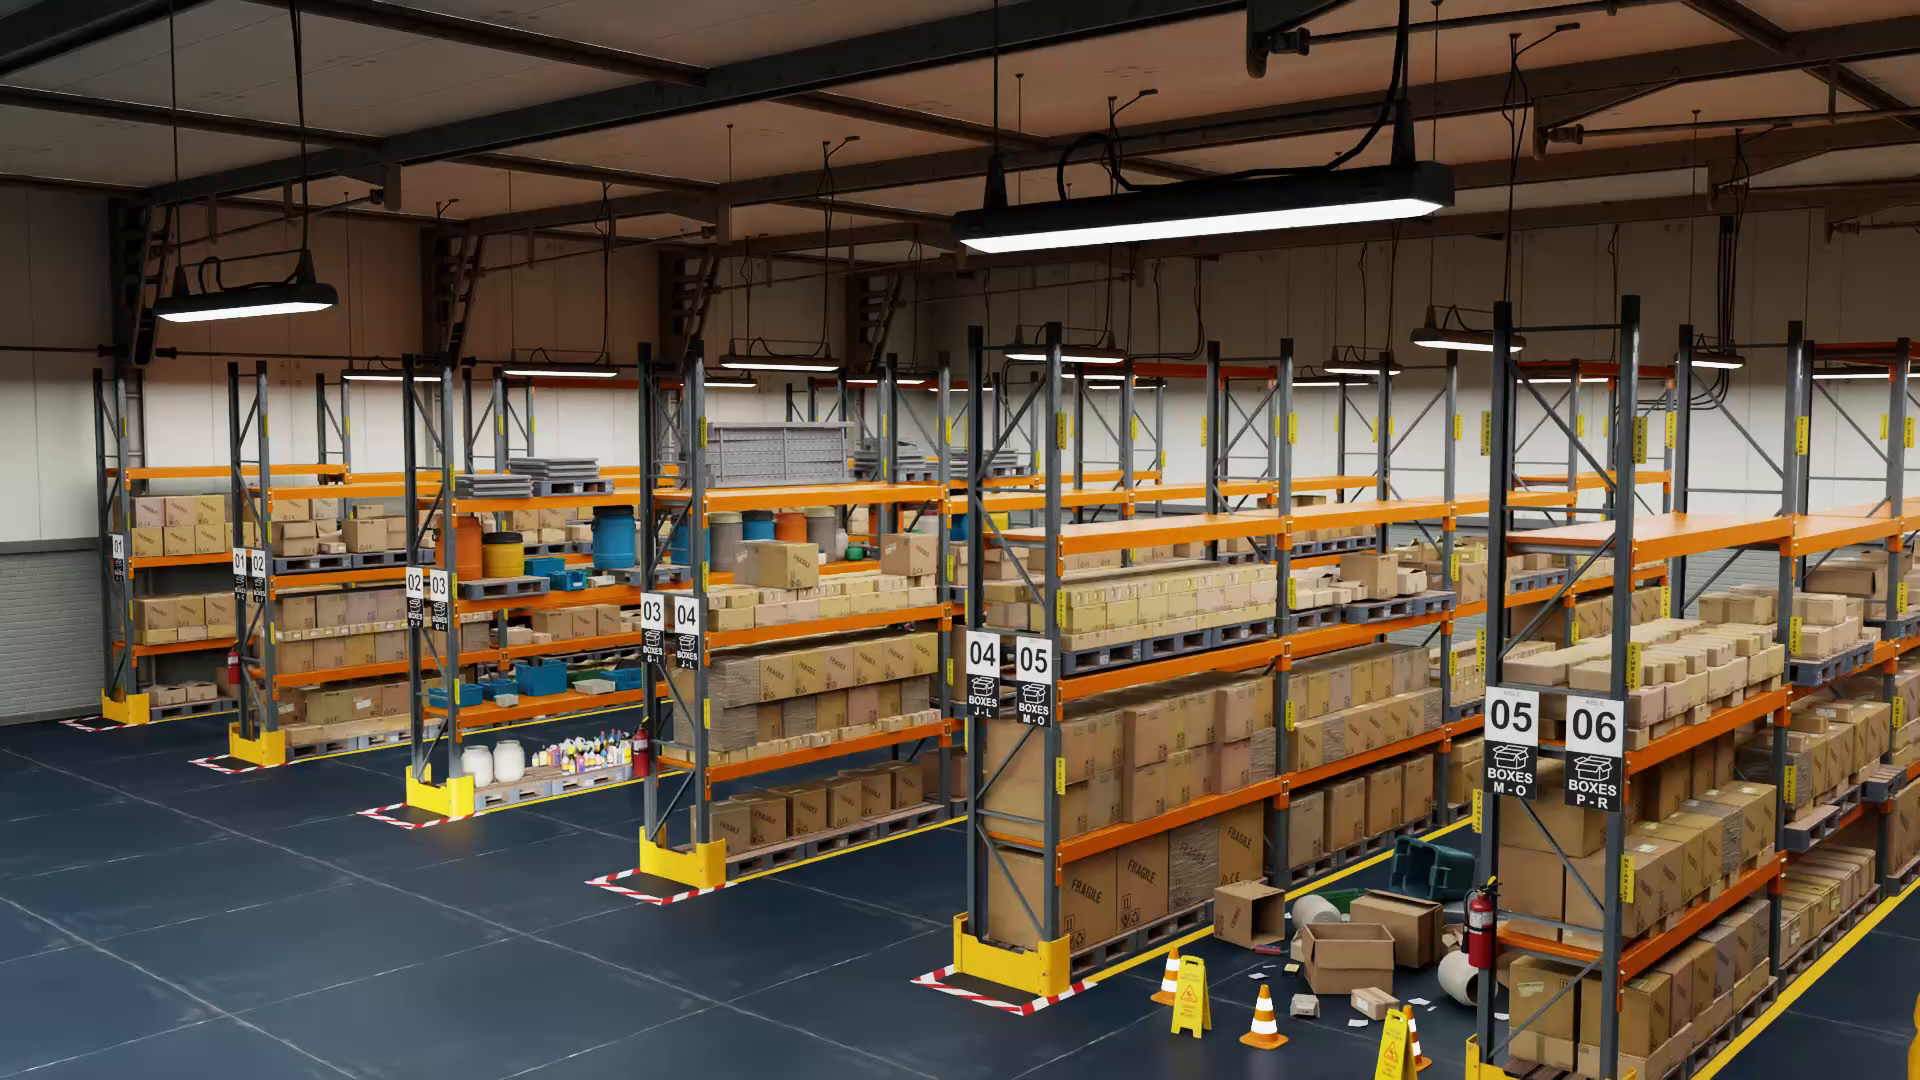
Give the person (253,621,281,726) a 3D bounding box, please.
[{"bbox_3d":[-11.529,2.247,27.727,0.525,1.828,0.560,-2,5,-26],"label":"person"}]
